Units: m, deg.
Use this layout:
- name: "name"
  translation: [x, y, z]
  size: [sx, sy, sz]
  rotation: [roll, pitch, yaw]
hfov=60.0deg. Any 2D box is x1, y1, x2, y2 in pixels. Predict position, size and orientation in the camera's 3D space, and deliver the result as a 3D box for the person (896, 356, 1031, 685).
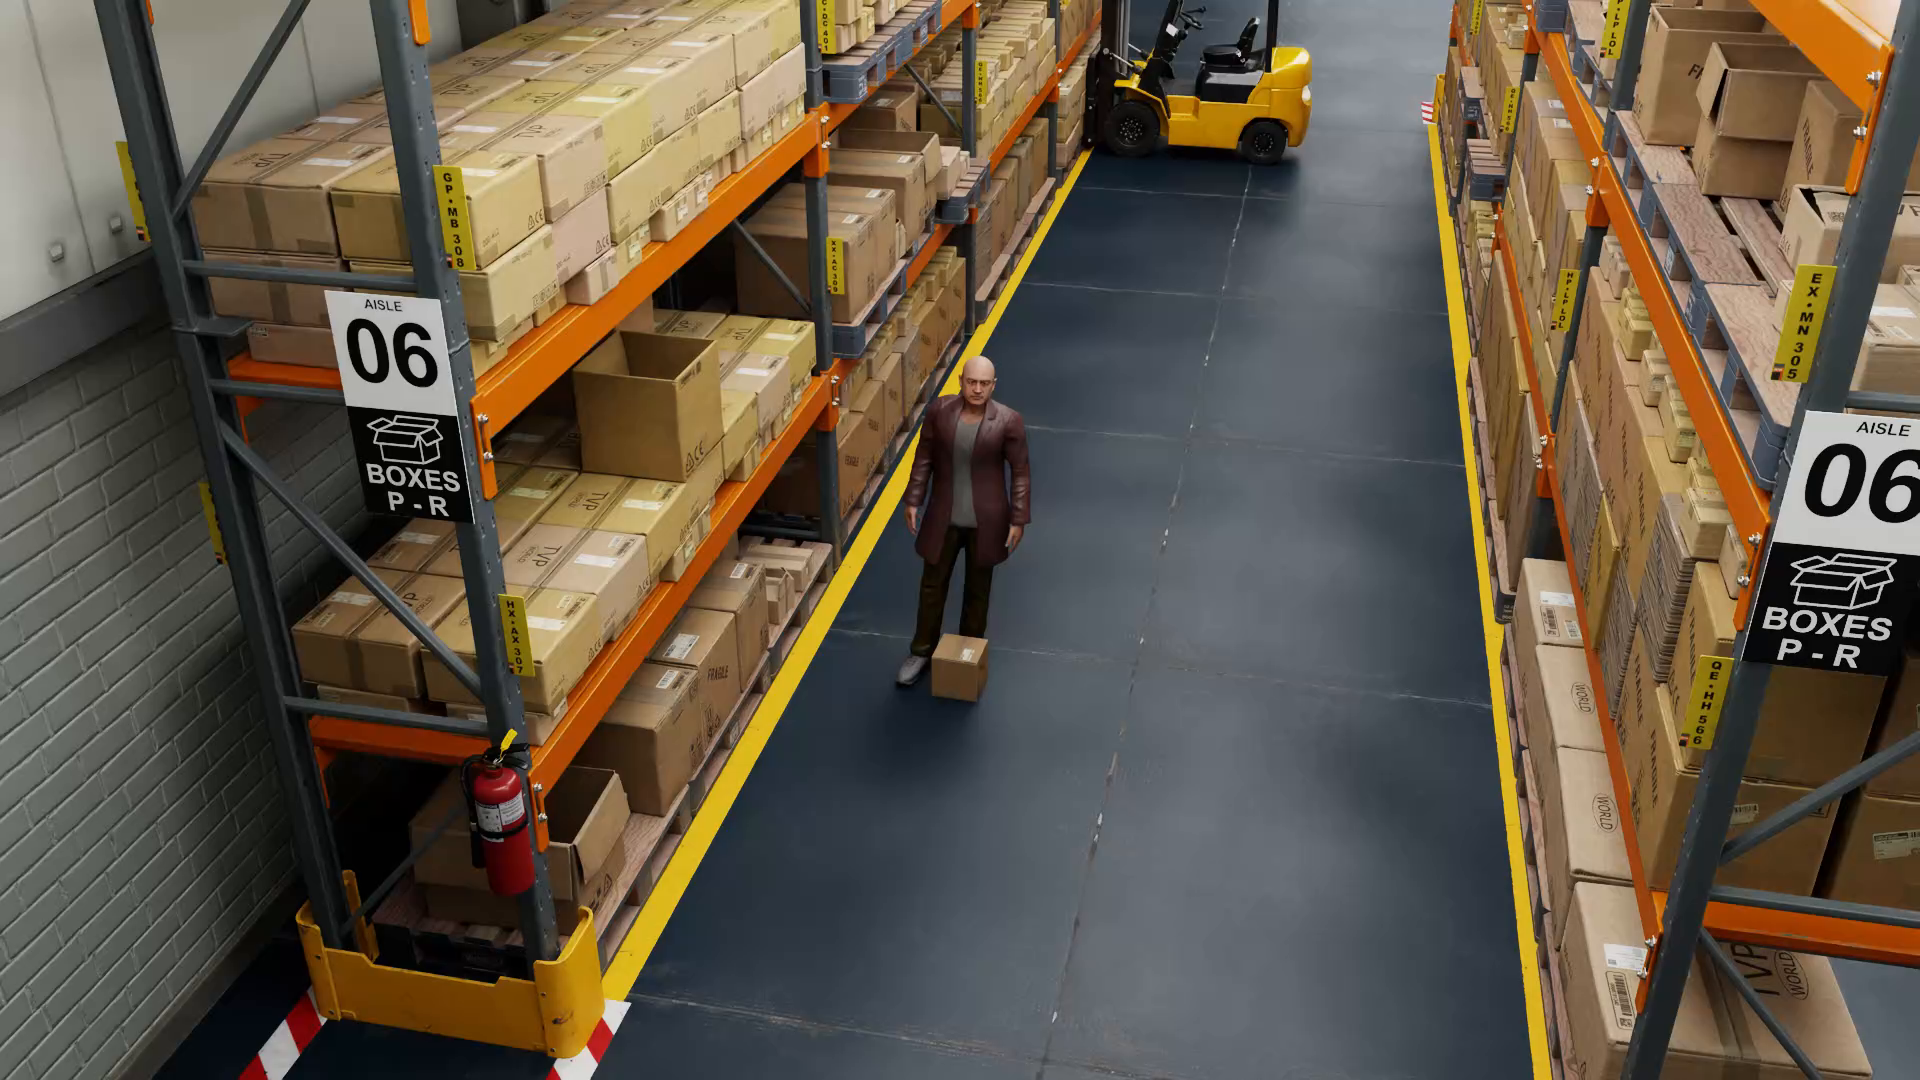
- name: "person"
  translation: [0.019, -0.081, 8.771]
  size: [0.698, 1.776, 0.581]
  rotation: [6, 29, 11]
